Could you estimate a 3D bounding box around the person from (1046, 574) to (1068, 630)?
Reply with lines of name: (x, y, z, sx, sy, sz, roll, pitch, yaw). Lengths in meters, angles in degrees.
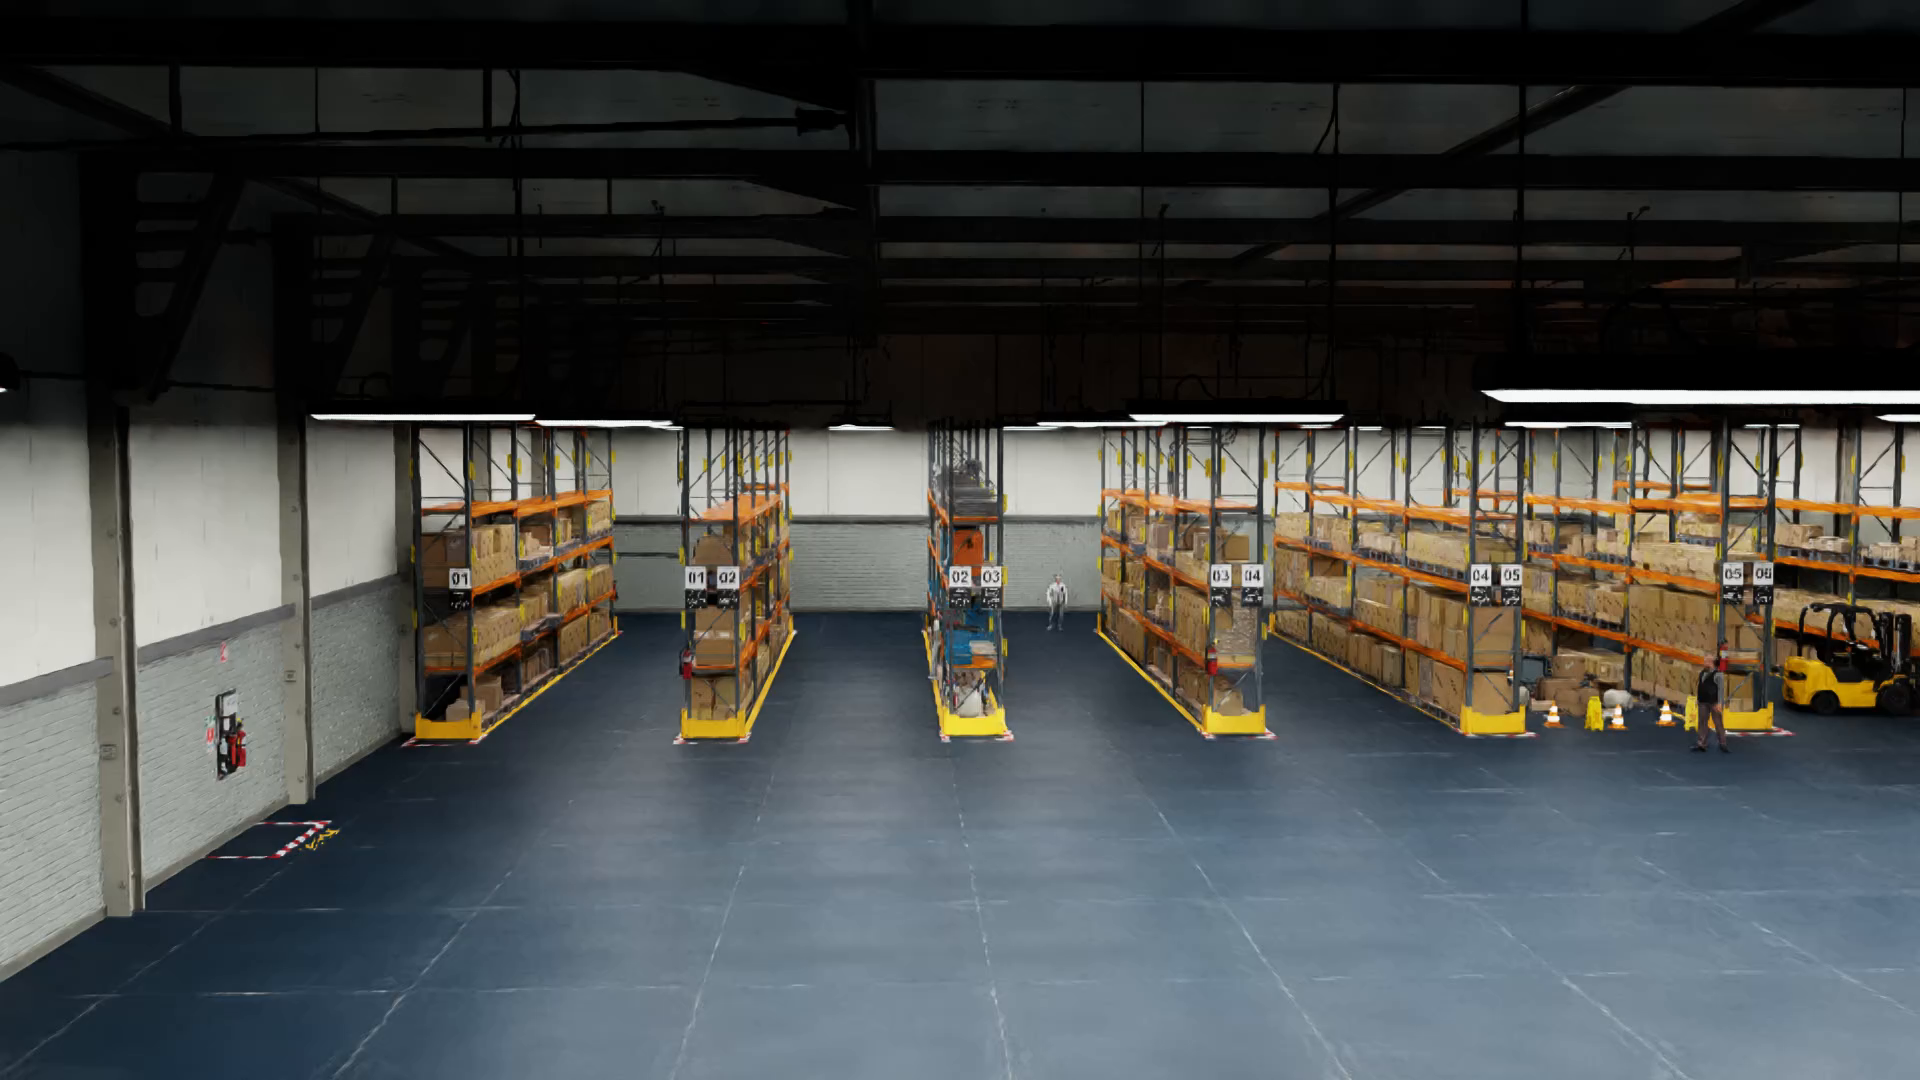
person: (2.810, 1.784, 48.012, 0.639, 1.632, 0.506, 0, 4, -4)

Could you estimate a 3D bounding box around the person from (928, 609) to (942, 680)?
person: (-0.405, 2.378, 38.248, 0.491, 1.628, 0.963, 1, 4, 19)

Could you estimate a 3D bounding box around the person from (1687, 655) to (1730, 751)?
person: (13.474, 2.922, 29.833, 0.551, 1.722, 0.638, -2, 4, -23)
